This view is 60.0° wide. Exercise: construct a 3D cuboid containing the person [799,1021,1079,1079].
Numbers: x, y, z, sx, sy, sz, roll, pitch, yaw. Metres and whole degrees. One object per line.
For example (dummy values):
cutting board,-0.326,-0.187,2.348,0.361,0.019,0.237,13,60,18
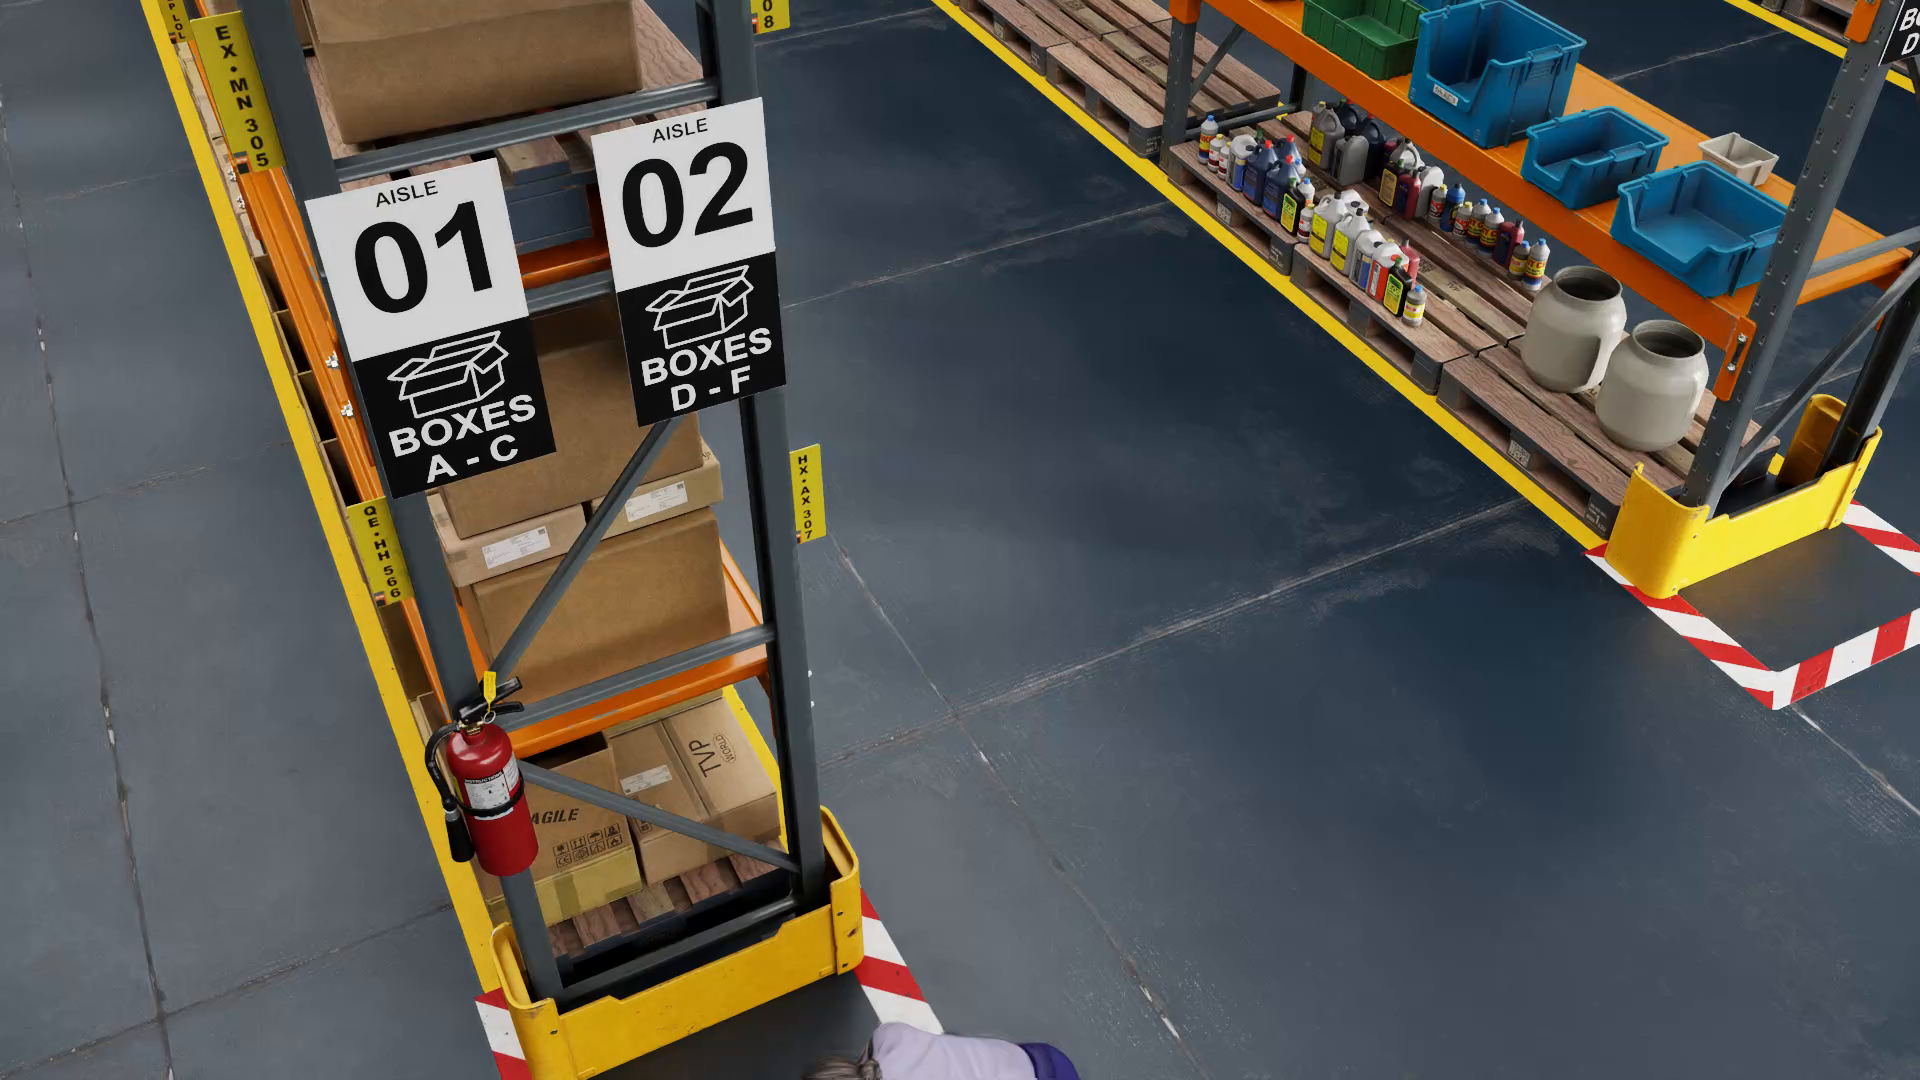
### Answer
person,-0.041,1.711,4.742,0.809,0.985,0.533,-5,42,-5
